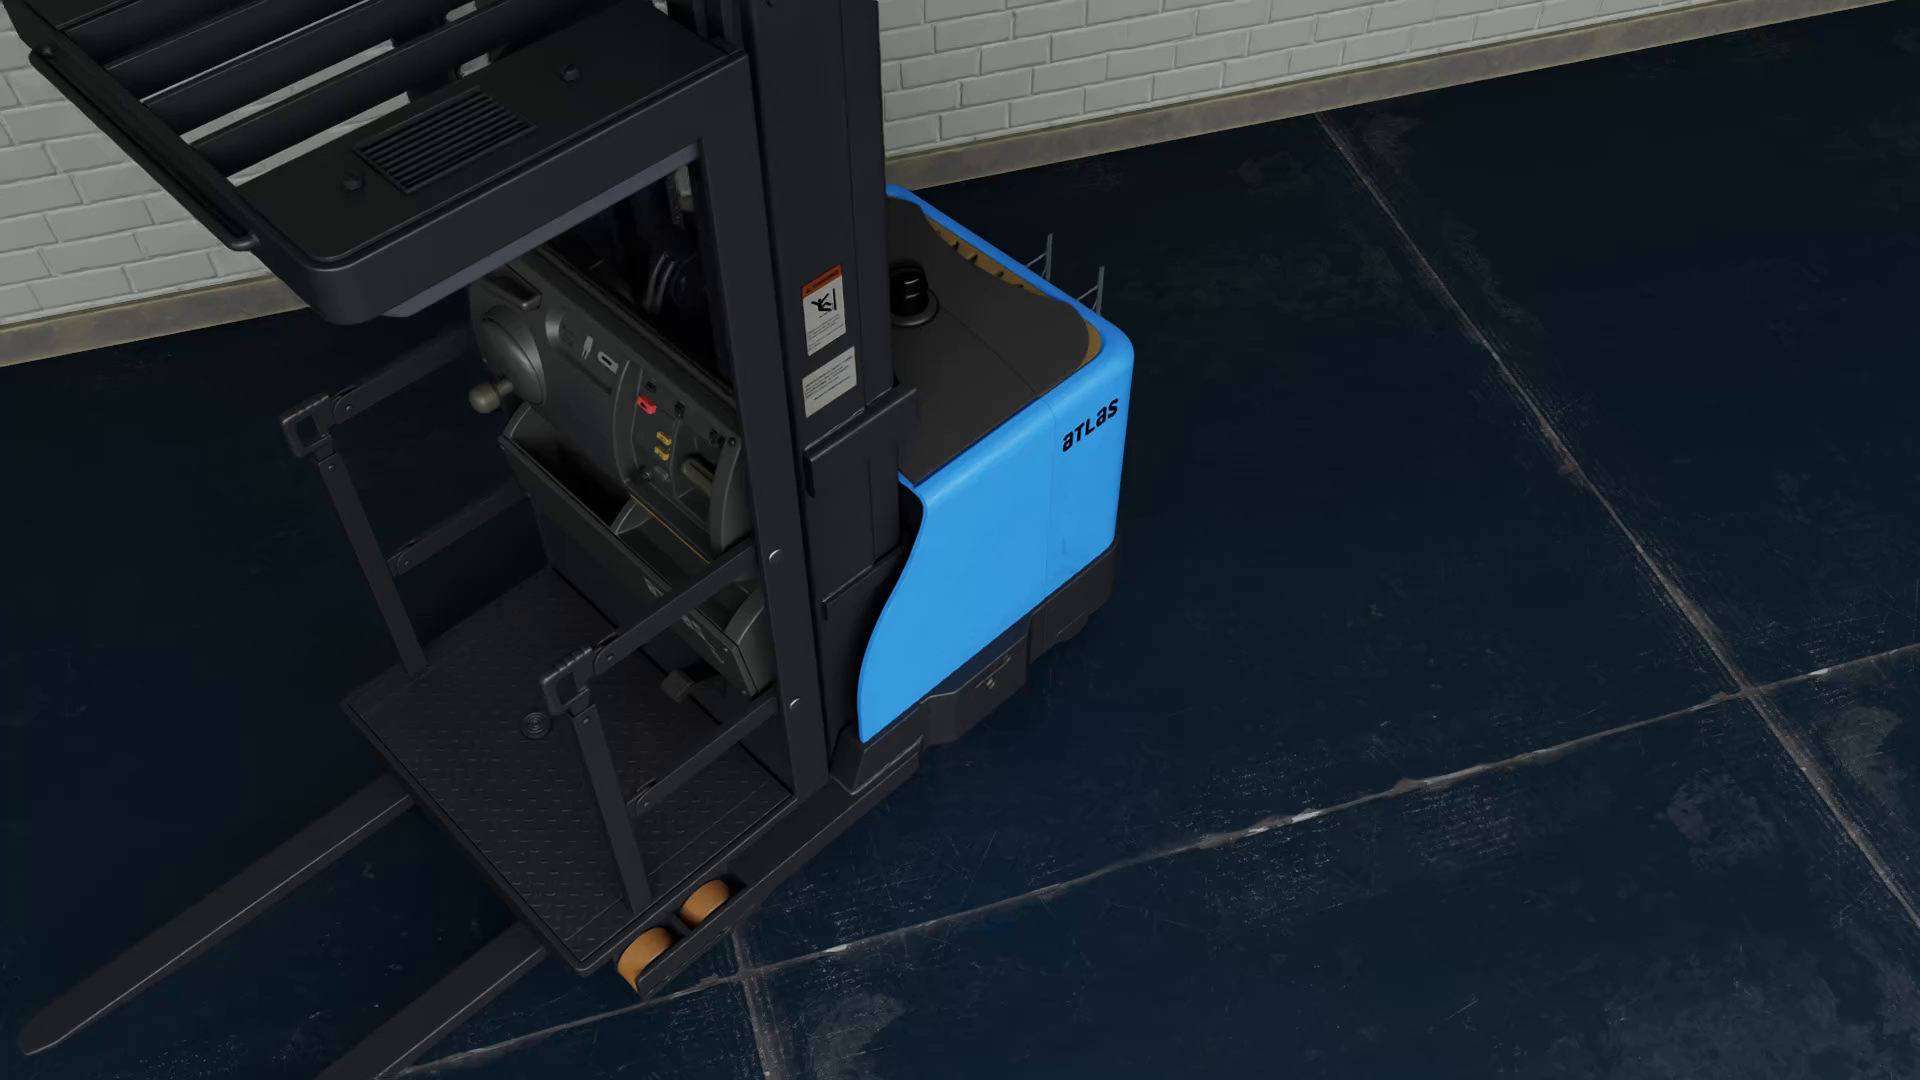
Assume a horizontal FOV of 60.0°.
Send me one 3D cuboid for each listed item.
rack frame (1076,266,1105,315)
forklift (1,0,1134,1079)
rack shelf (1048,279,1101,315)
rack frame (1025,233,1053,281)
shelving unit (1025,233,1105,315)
[{"bbox_3d":[0.322,-0.424,5.018,0.240,0.900,0.006,-37,59,-27],"label":"rack frame"},{"bbox_3d":[-0.936,-0.242,3.537,3.031,2.935,1.130,-37,59,-27],"label":"forklift"},{"bbox_3d":[0.251,-0.633,4.885,0.258,0.077,0.200,-37,59,-27],"label":"rack shelf"},{"bbox_3d":[0.179,-0.535,5.112,0.240,0.900,0.006,-37,59,-27],"label":"rack frame"},{"bbox_3d":[0.251,-0.480,5.065,0.258,0.900,0.210,-37,59,-27],"label":"shelving unit"}]
